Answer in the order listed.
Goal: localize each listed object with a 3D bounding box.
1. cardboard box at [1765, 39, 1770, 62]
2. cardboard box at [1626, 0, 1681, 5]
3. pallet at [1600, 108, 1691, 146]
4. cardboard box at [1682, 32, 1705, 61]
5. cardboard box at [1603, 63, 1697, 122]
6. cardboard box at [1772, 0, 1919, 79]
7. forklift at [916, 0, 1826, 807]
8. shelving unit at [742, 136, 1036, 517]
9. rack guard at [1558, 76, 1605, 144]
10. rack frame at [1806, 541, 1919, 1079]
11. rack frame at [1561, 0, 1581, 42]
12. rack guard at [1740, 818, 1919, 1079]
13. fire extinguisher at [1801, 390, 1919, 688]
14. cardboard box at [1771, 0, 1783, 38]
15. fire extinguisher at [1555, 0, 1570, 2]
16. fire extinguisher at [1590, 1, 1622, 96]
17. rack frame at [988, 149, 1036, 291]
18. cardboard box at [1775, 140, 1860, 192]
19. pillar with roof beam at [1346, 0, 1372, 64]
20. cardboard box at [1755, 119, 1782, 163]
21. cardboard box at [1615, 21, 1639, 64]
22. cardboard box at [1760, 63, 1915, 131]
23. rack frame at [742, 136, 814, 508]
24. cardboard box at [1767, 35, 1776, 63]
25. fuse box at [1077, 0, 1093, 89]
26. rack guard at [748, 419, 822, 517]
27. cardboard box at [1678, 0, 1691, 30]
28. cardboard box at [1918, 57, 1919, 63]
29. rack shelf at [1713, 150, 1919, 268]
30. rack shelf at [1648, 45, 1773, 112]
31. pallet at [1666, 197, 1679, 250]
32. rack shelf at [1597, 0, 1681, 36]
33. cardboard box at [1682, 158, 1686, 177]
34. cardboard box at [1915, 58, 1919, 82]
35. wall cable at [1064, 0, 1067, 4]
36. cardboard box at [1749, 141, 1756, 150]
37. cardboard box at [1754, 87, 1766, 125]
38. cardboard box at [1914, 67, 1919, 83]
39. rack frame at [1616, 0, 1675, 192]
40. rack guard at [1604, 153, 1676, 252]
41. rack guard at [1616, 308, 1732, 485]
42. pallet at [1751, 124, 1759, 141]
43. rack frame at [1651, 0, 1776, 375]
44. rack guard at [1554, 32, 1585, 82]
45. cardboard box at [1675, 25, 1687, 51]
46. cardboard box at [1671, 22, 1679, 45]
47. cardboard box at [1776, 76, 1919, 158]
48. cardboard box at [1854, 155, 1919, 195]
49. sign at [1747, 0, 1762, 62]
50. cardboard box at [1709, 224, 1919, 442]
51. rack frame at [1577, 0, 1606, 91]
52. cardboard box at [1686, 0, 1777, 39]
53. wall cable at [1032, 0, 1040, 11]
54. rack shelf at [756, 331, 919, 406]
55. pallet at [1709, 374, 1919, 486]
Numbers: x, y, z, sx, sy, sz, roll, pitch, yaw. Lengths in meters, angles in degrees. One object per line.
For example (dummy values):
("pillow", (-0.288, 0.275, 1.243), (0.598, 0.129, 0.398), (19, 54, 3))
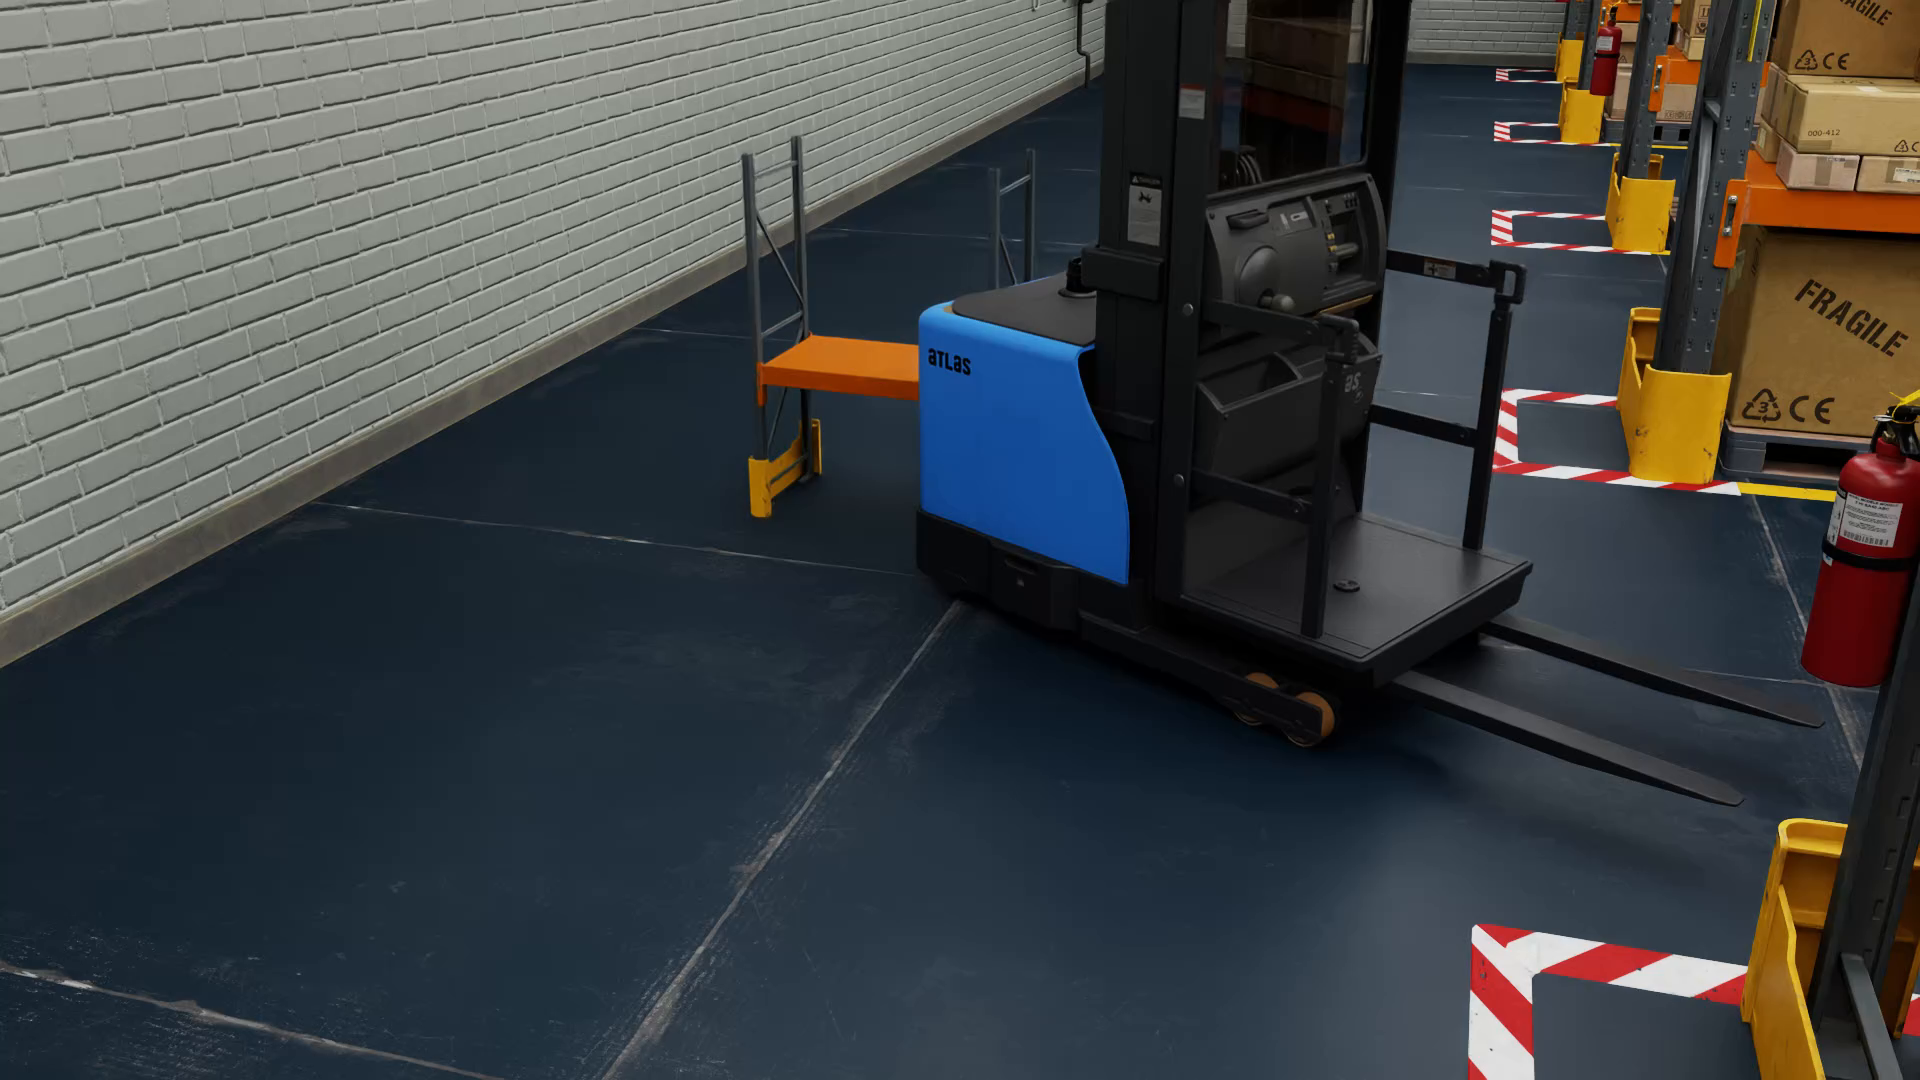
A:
("cardboard box", (5.358, -3.361, 11.342), (0.250, 0.149, 0.380), (7, 23, 17))
("cardboard box", (6.597, -5.343, 15.712), (0.500, 0.500, 0.500), (6, 23, 15))
("pallet", (7.009, -4.105, 16.499), (1.213, 0.211, 1.003), (7, 23, 16))
("cardboard box", (5.103, -3.374, 11.373), (0.250, 0.149, 0.380), (6, 23, 15))
("cardboard box", (6.881, -4.427, 16.433), (0.875, 0.438, 0.875), (6, 23, 14))
("cardboard box", (3.900, -2.311, 7.268), (0.500, 0.500, 0.500), (7, 23, 16))
("forklift", (1.236, -0.933, 5.182), (3.031, 2.935, 1.130), (21, 30, 41))
("shelving unit", (-0.285, -0.835, 6.830), (1.083, 1.500, 0.587), (8, 24, 18))
("rack guard", (6.197, -4.300, 16.595), (0.348, 0.500, 1.175), (7, 23, 16))
("rack frame", (1.927, -0.054, 2.949), (0.127, 3.000, 1.000), (7, 23, 16))
("rack frame", (7.651, -7.258, 20.511), (0.127, 3.000, 1.000), (7, 23, 16))
("rack guard", (1.900, 1.105, 3.418), (0.348, 0.500, 1.175), (7, 23, 16))
("fire extinguisher", (1.914, -0.027, 3.477), (0.183, 0.674, 0.296), (7, 23, 16))
("cardboard box", (5.757, -3.629, 11.142), (0.500, 0.500, 0.500), (7, 23, 16))
("fire extinguisher", (7.376, -6.898, 20.227), (0.183, 0.674, 0.296), (7, 23, 16))
("fire extinguisher", (4.779, -3.631, 12.264), (0.183, 0.674, 0.296), (7, 23, 16))
("rack frame", (0.203, -0.770, 6.670), (0.032, 1.500, 0.500), (8, 24, 18))
("cardboard box", (3.602, -1.578, 6.997), (0.250, 0.149, 0.380), (7, 23, 16))
("pillar with roof beam", (4.086, -9.092, 17.079), (0.400, 9.000, 9.100), (7, 23, 16))
("cardboard box", (3.794, -1.818, 7.580), (0.250, 0.149, 0.380), (7, 23, 17))
("cardboard box", (8.209, -6.196, 20.658), (0.637, 0.503, 0.797), (6, 23, 13))
("cardboard box", (3.898, -1.965, 7.414), (0.500, 0.250, 0.500), (6, 23, 15))
("rack frame", (-0.755, -0.898, 6.984), (0.032, 1.500, 0.500), (8, 24, 18))
("cardboard box", (5.600, -3.312, 11.222), (0.250, 0.149, 0.380), (6, 23, 14))
("fuse box", (1.562, -6.215, 19.666), (0.414, 1.711, 0.539), (7, 23, 16))
("rack guard", (-0.754, -0.320, 7.221), (0.087, 0.250, 0.587), (8, 24, 18))
("cardboard box", (5.392, -3.873, 11.735), (0.500, 0.500, 0.500), (7, 23, 17))
("cardboard box", (6.369, -3.257, 11.089), (0.250, 0.149, 0.380), (6, 23, 14))
("rack shelf", (5.273, -1.301, 6.938), (4.000, 0.370, 1.077), (7, 23, 16))
("rack shelf", (6.802, -3.092, 11.304), (4.000, 0.370, 1.077), (7, 23, 16))
("pallet", (5.728, -2.244, 11.963), (1.213, 0.211, 1.003), (7, 23, 16))
("rack shelf", (8.135, -4.902, 15.716), (4.000, 0.370, 1.077), (7, 23, 16))
("cardboard box", (5.475, -2.703, 12.219), (0.250, 0.149, 0.380), (6, 23, 14))
("cardboard box", (4.218, -2.063, 6.665), (0.500, 0.500, 0.500), (6, 23, 14))
("wall cable", (1.214, -7.050, 18.667), (0.122, 1.984, 0.588), (7, 23, 16))
("cardboard box", (5.691, -2.781, 12.016), (0.250, 0.149, 0.380), (7, 23, 17))
("cardboard box", (7.760, -4.330, 16.195), (0.875, 0.438, 0.875), (7, 23, 17))
("cardboard box", (4.384, -1.909, 7.278), (0.500, 0.250, 0.500), (6, 23, 15))
("rack frame", (4.887, -3.645, 11.702), (0.127, 3.000, 1.000), (7, 23, 16))
("rack guard", (4.960, -2.480, 12.156), (0.348, 0.500, 1.175), (7, 23, 16))
("rack guard", (3.335, -0.700, 7.817), (0.348, 0.500, 1.175), (7, 23, 16))
("pallet", (8.173, -3.970, 16.171), (1.213, 0.211, 1.003), (7, 23, 16))
("rack frame", (3.358, -1.853, 7.336), (0.127, 3.000, 1.000), (7, 23, 16))
("rack guard", (7.723, -6.093, 20.966), (0.348, 0.500, 1.175), (7, 23, 16))
("cardboard box", (5.281, -3.595, 11.913), (0.250, 0.149, 0.380), (7, 23, 16))
("cardboard box", (9.016, -6.086, 20.396), (0.500, 0.500, 0.700), (8, 23, 18))
("cardboard box", (3.739, -1.771, 6.941), (0.500, 0.250, 0.500), (6, 23, 14))
("cardboard box", (3.848, -1.551, 6.929), (0.250, 0.149, 0.380), (6, 23, 15))
("sign", (3.192, -2.090, 6.667), (0.005, 0.325, 0.100), (7, 23, 16))
("cardboard box", (3.994, -1.024, 7.559), (0.875, 0.875, 0.875), (7, 23, 16))
("rack frame", (6.220, -5.454, 16.114), (0.127, 3.000, 1.000), (7, 23, 16))
("cardboard box", (5.237, -3.679, 11.262), (0.500, 0.500, 0.500), (8, 24, 18))
("wall cable", (0.815, -6.548, 17.401), (0.123, 1.953, 0.585), (7, 23, 16))
("rack shelf", (-0.276, -0.668, 6.895), (1.000, 0.185, 0.538), (8, 24, 18))
("pallet", (4.146, -0.504, 7.721), (1.213, 0.211, 1.003), (7, 23, 16))
